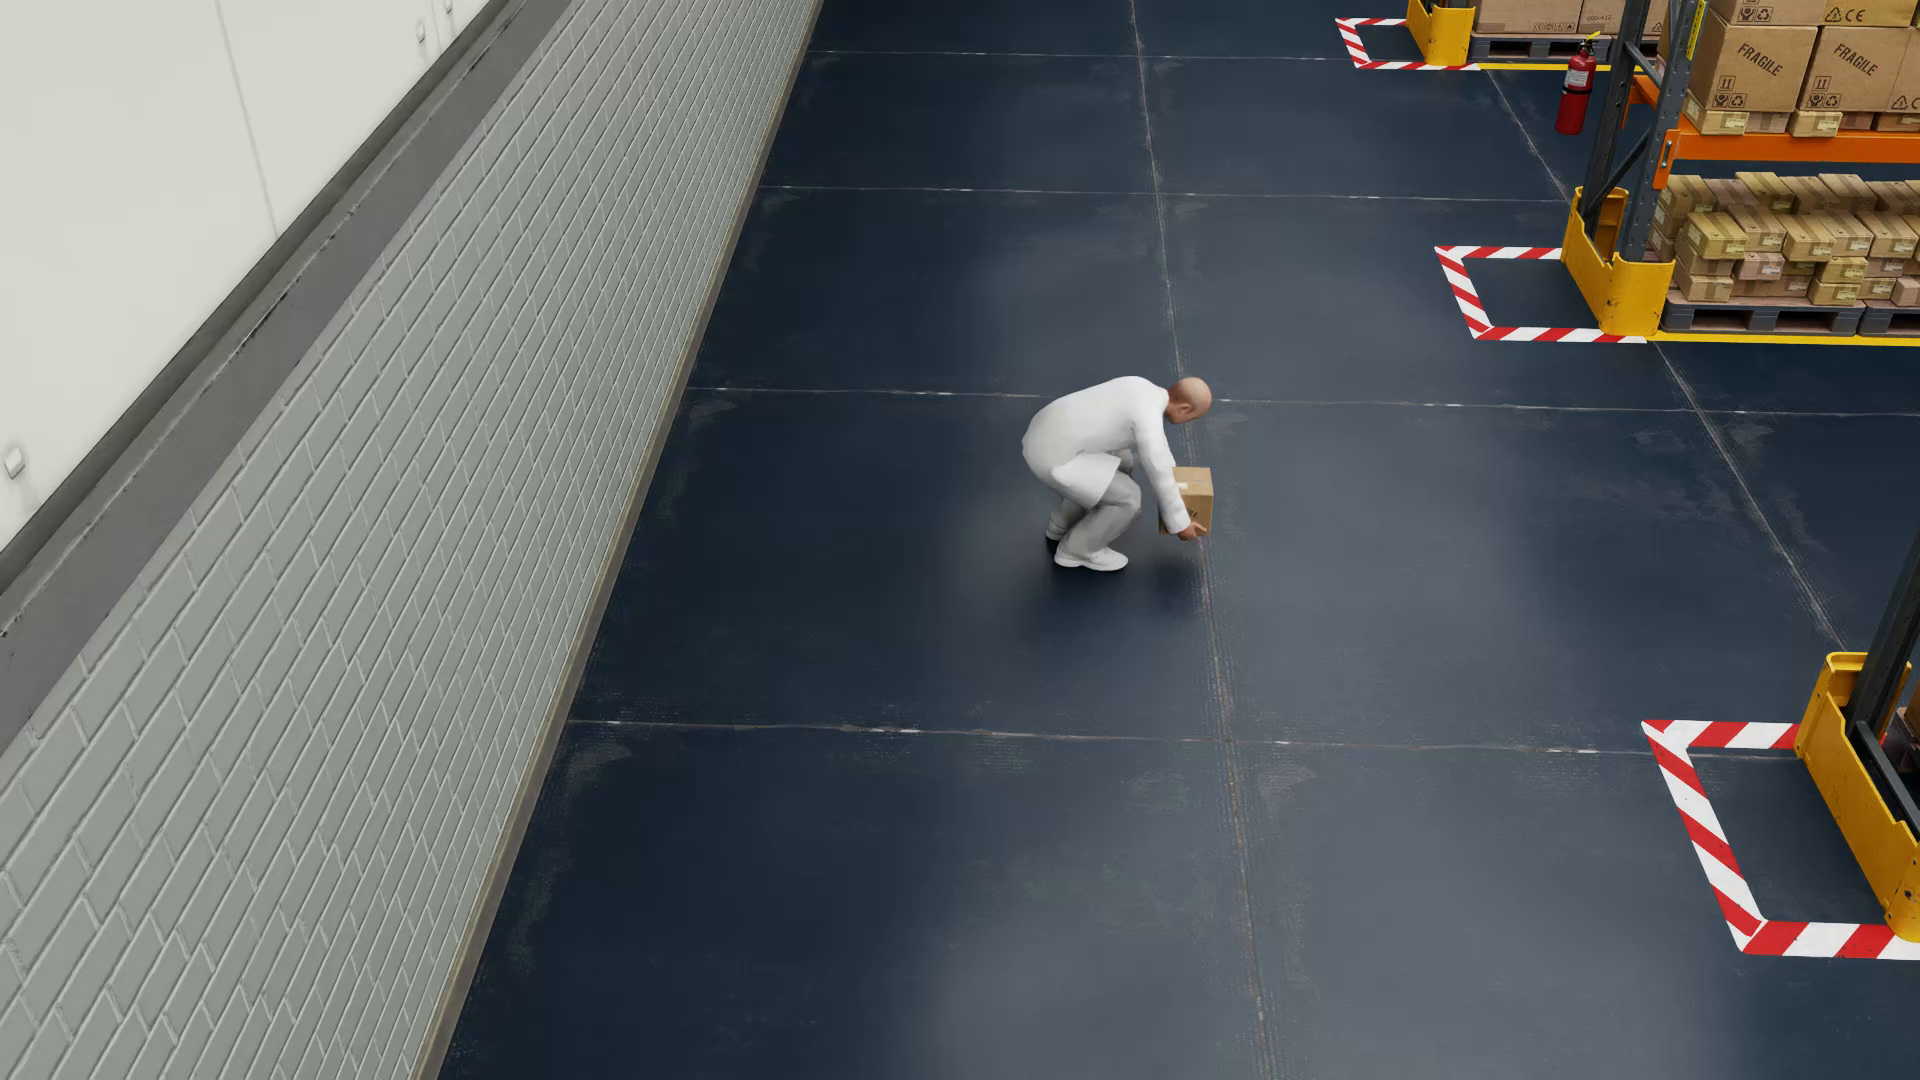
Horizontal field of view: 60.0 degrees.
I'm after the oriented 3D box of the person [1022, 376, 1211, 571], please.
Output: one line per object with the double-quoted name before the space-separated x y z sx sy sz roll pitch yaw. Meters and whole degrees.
"person" 0.776 -0.354 8.305 0.940 1.003 0.587 0 35 0
